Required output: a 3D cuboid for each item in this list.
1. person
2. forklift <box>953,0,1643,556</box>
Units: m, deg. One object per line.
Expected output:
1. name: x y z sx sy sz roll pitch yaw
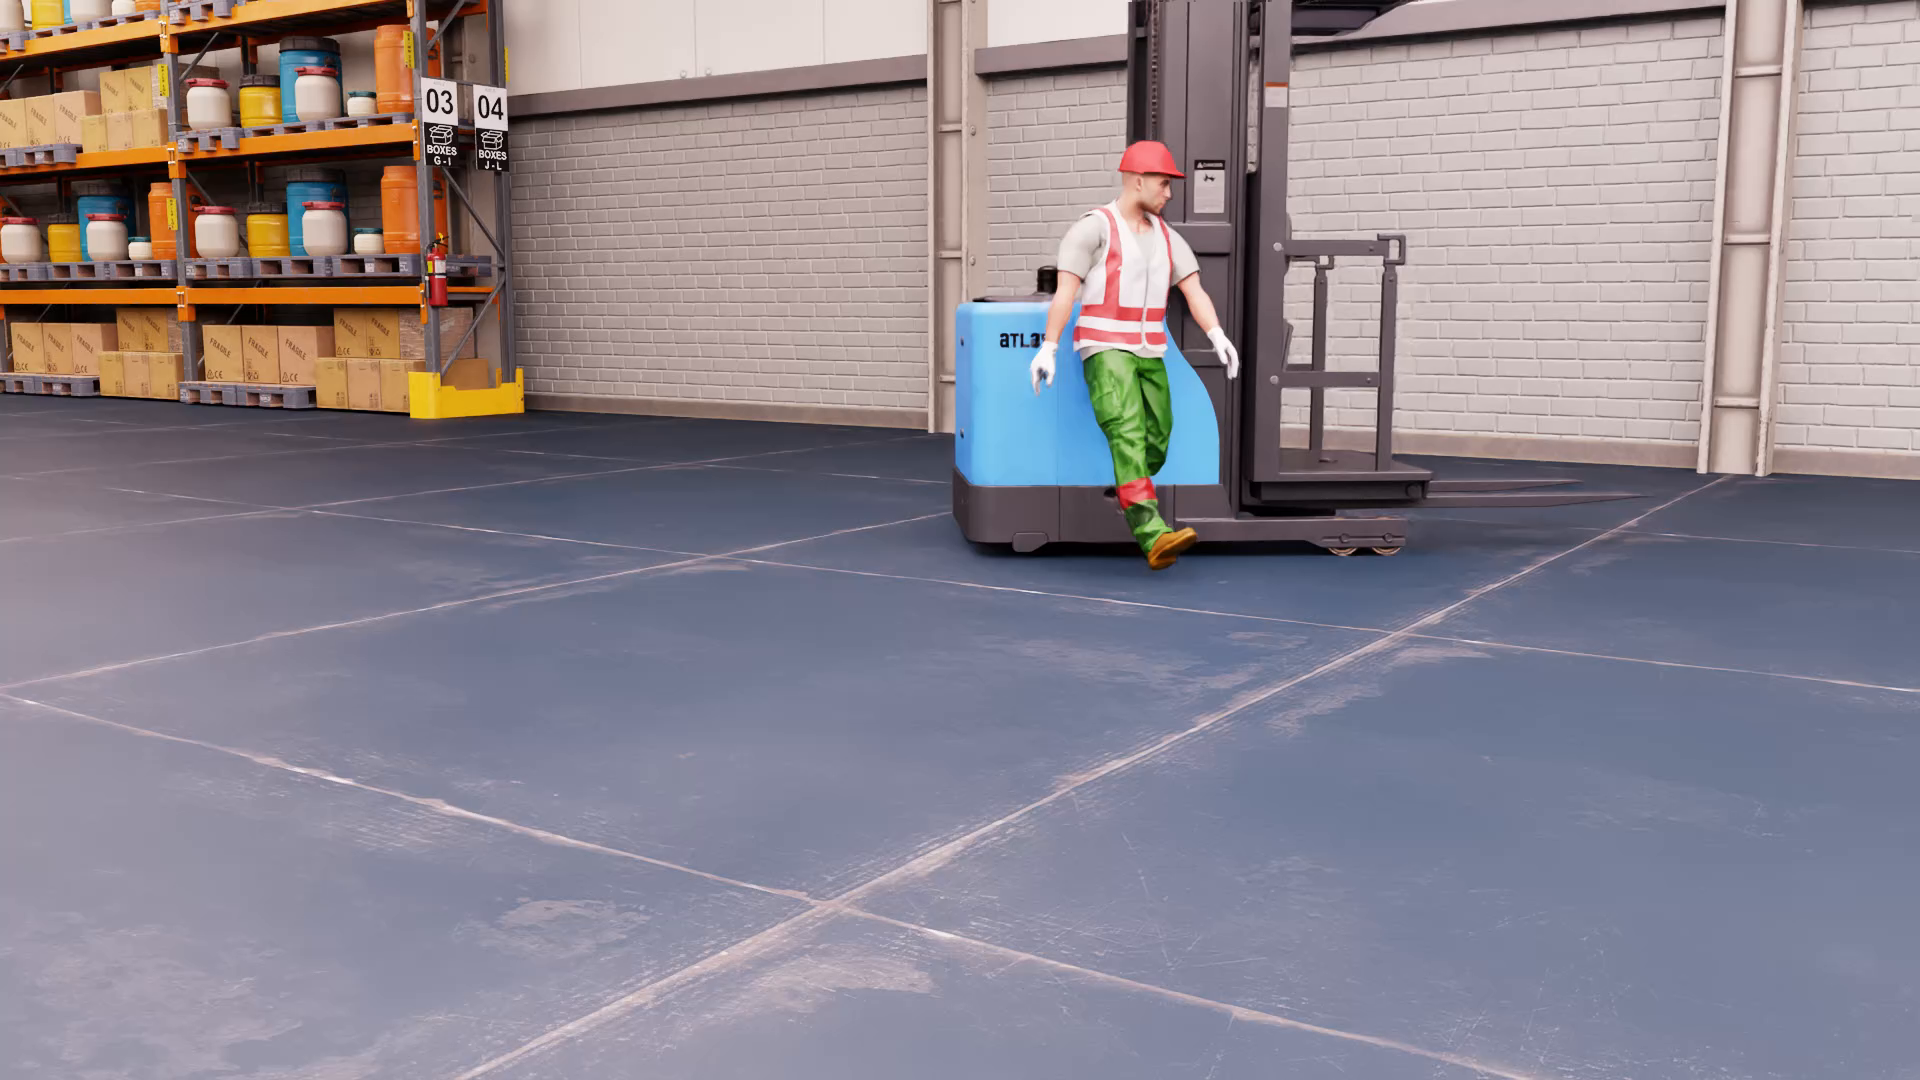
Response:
1. person: 0.723 -0.725 6.723 0.720 1.757 0.980 -6 10 -35
2. forklift: 1.509 -1.457 7.440 3.031 2.935 1.130 -1 8 -5
